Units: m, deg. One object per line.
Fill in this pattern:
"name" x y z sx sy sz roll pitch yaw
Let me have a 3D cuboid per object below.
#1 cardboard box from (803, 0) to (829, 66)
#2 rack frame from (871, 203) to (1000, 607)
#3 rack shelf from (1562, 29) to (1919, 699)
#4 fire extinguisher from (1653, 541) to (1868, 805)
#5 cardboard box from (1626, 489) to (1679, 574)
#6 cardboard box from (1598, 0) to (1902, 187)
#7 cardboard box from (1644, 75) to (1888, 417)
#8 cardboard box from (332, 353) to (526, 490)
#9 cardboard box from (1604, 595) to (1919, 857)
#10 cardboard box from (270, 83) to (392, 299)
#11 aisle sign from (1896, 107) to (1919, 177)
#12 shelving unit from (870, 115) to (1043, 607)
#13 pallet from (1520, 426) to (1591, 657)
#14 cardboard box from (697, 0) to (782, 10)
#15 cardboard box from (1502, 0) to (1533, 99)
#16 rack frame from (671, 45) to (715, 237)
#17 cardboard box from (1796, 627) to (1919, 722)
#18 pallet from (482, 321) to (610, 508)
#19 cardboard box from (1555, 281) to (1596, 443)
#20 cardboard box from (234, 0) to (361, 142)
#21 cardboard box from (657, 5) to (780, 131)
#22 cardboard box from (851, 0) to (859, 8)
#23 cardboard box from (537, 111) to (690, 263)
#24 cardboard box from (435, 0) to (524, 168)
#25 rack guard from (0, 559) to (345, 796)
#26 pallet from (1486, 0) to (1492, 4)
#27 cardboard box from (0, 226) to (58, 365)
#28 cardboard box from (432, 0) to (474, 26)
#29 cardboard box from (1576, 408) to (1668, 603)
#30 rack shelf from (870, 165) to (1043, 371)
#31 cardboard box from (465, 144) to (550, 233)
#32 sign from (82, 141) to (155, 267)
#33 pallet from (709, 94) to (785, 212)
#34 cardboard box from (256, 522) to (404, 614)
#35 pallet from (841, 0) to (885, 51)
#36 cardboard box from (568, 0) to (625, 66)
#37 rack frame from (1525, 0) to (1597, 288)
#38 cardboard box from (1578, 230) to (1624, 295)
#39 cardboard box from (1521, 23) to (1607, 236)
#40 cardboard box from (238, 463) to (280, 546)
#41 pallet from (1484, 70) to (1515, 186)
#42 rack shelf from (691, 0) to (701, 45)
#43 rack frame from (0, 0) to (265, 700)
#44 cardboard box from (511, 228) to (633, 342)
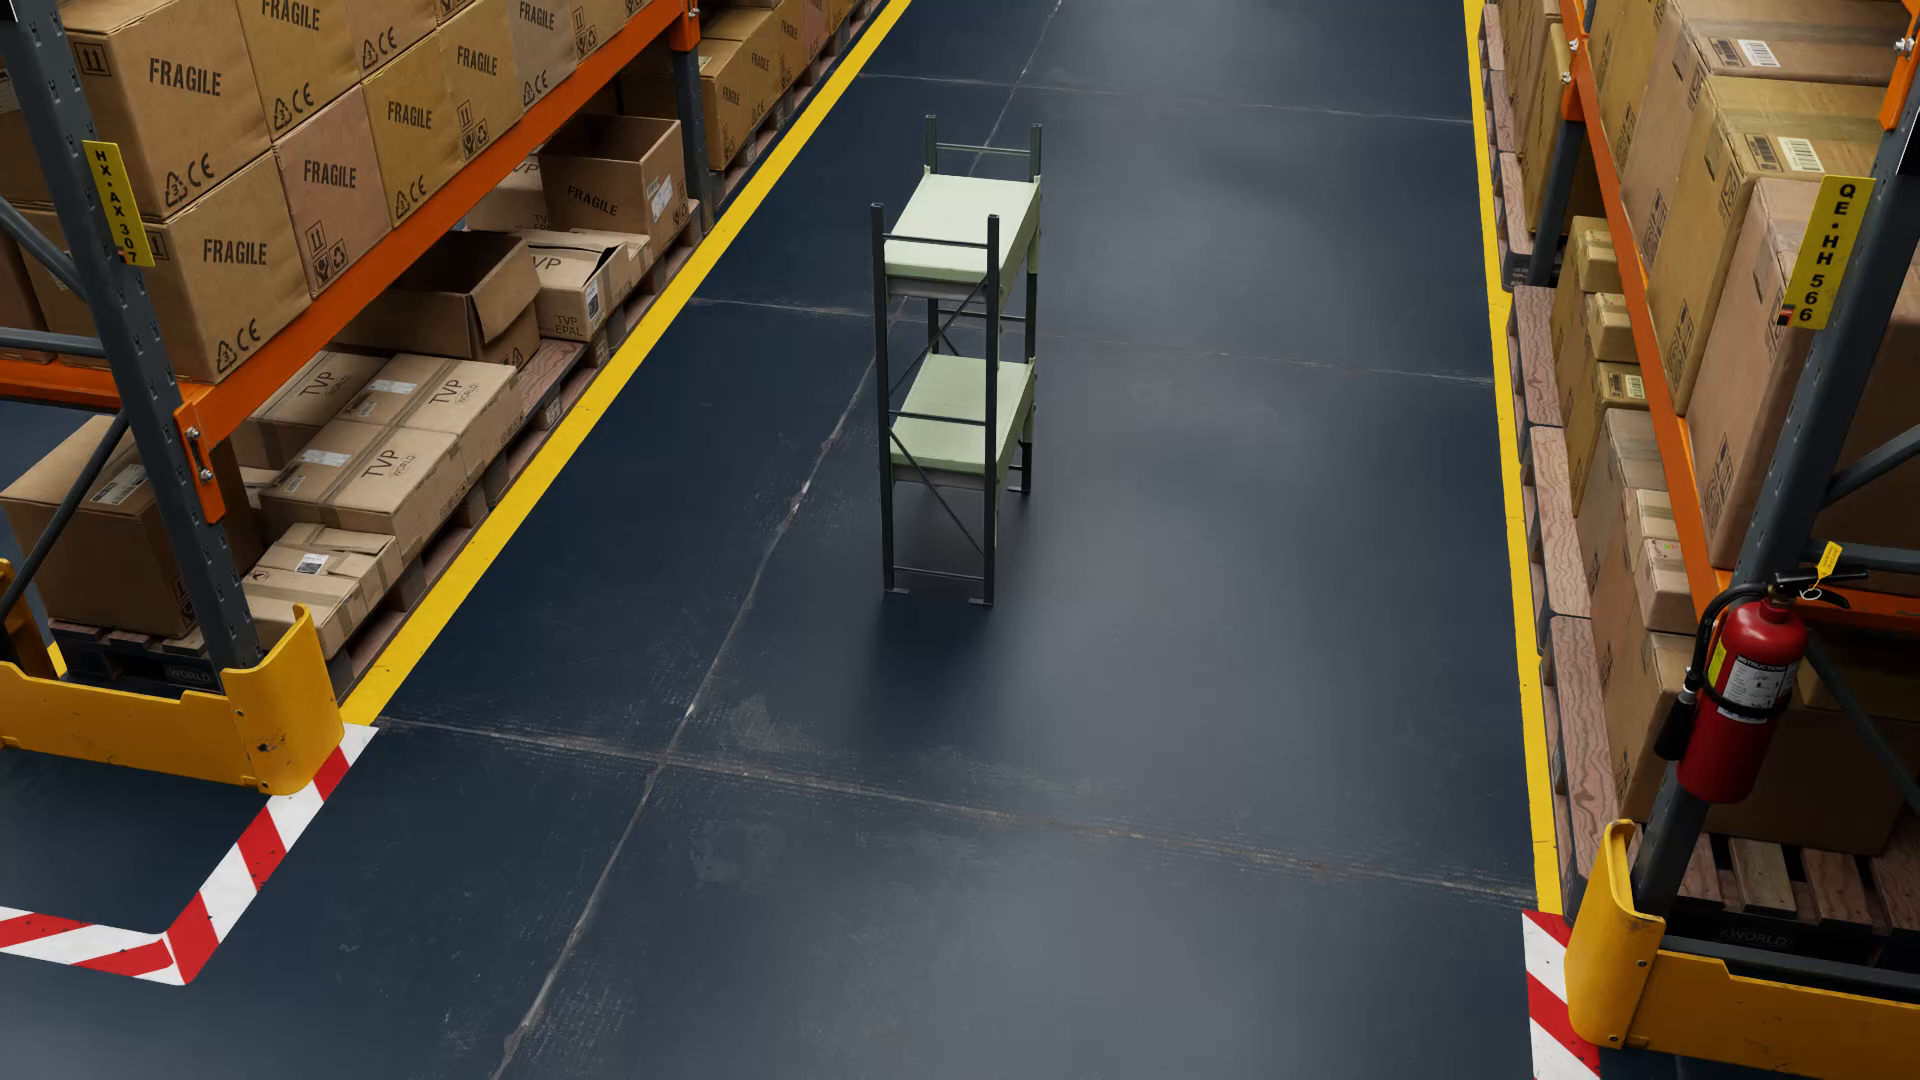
"cardboard box" -1.081 -3.130 9.768 0.500 0.500 0.500 6 36 8
"rack frame" -0.077 -0.401 5.526 0.400 1.500 0.023 7 37 10
"rack shelf" 2.665 -0.778 5.381 1.077 0.370 4.000 7 37 10
"fire extinguisher" 1.754 0.288 3.681 0.296 0.674 0.183 7 37 10
"cardboard box" 2.192 -0.001 4.914 0.380 0.149 0.250 8 37 11
"cardboard box" 2.799 -1.611 5.661 0.980 0.700 0.700 6 36 9
"cardboard box" 2.481 -0.757 4.483 0.980 0.700 0.700 7 37 10
"cardboard box" -1.996 -0.456 6.292 0.500 0.250 0.500 7 37 10
"cardboard box" 2.289 0.505 4.769 0.700 0.500 0.500 7 37 10
"cardboard box" -2.145 -1.100 5.127 0.500 0.500 0.500 7 37 10
"aisle sign" 1.929 -0.972 2.820 0.394 0.787 0.004 7 37 10
"shelving unit" 0.001 -0.611 5.815 0.431 1.500 0.755 7 37 10
"pallet" 2.594 0.040 6.014 1.003 0.211 1.213 7 37 10
"cardboard box" -1.193 -3.125 9.122 0.500 0.250 0.500 7 37 10
"cardboard box" 3.468 -2.903 9.173 0.750 0.750 0.750 7 37 10
"rack frame" -1.748 -2.835 7.606 1.000 3.000 0.127 7 37 10
"cardboard box" 2.458 0.339 4.445 0.380 0.149 0.250 8 37 10
"pallet" -2.154 -0.611 6.913 1.003 0.211 1.213 7 37 10
"cardboard box" 2.721 -0.671 6.392 0.700 0.500 0.500 7 37 9
"cardboard box" -2.146 -1.509 4.839 0.500 0.500 0.500 8 37 10
"cardboard box" -1.304 -2.555 8.975 0.500 0.500 0.500 8 37 11
"cardboard box" -0.864 -3.729 10.594 0.500 0.500 0.500 9 37 12
"cardboard box" -1.593 -1.639 7.710 0.500 0.500 0.500 7 37 10
"cardboard box" -1.927 -1.674 5.918 0.500 0.500 0.500 8 37 11
"rack guard" -2.587 0.427 5.235 1.175 0.500 0.348 7 37 10
"pallet" 4.114 -3.828 11.352 1.003 0.211 1.213 7 37 10
"cardboard box" -2.773 -0.873 4.814 0.500 0.500 0.500 8 37 11
"cardboard box" -1.927 -2.087 5.636 0.500 0.500 0.500 7 37 10
"cardboard box" 2.503 -0.070 5.563 0.700 0.500 0.500 6 36 8
"rack shelf" 0.001 -0.927 5.586 0.431 0.370 0.720 7 37 10
"cardboard box" -2.049 -1.711 7.971 0.500 0.311 0.500 7 37 10
"sign" -2.073 -0.825 4.094 0.100 0.325 0.005 7 37 10
"pallet" -1.612 -2.177 9.074 1.003 0.211 1.213 7 37 10
"cardboard box" -2.124 0.087 5.614 0.380 0.166 0.250 7 37 10
"pallet" -1.090 -3.576 11.004 1.003 0.211 1.213 7 37 10
"cardboard box" -1.713 -2.261 6.729 0.500 0.500 0.500 8 37 11
"rack frame" 3.092 -2.216 6.752 1.000 3.000 0.127 7 37 10
"cardboard box" 2.580 -1.048 6.359 0.380 0.149 0.250 8 37 12
"cardboard box" 3.104 -1.905 7.796 0.750 0.750 0.750 8 37 11
"cardboard box" -2.553 -0.136 5.922 0.380 0.166 0.250 7 37 10
"pallet" 3.441 -2.241 9.162 1.003 0.211 1.213 7 37 10
"rack shelf" -1.321 -3.690 9.399 1.077 0.370 4.000 7 37 10
"rack frame" -2.603 -0.542 4.442 1.000 3.000 0.127 7 37 10
"cardboard box" -1.753 -1.132 7.173 0.500 0.311 0.500 7 37 10
